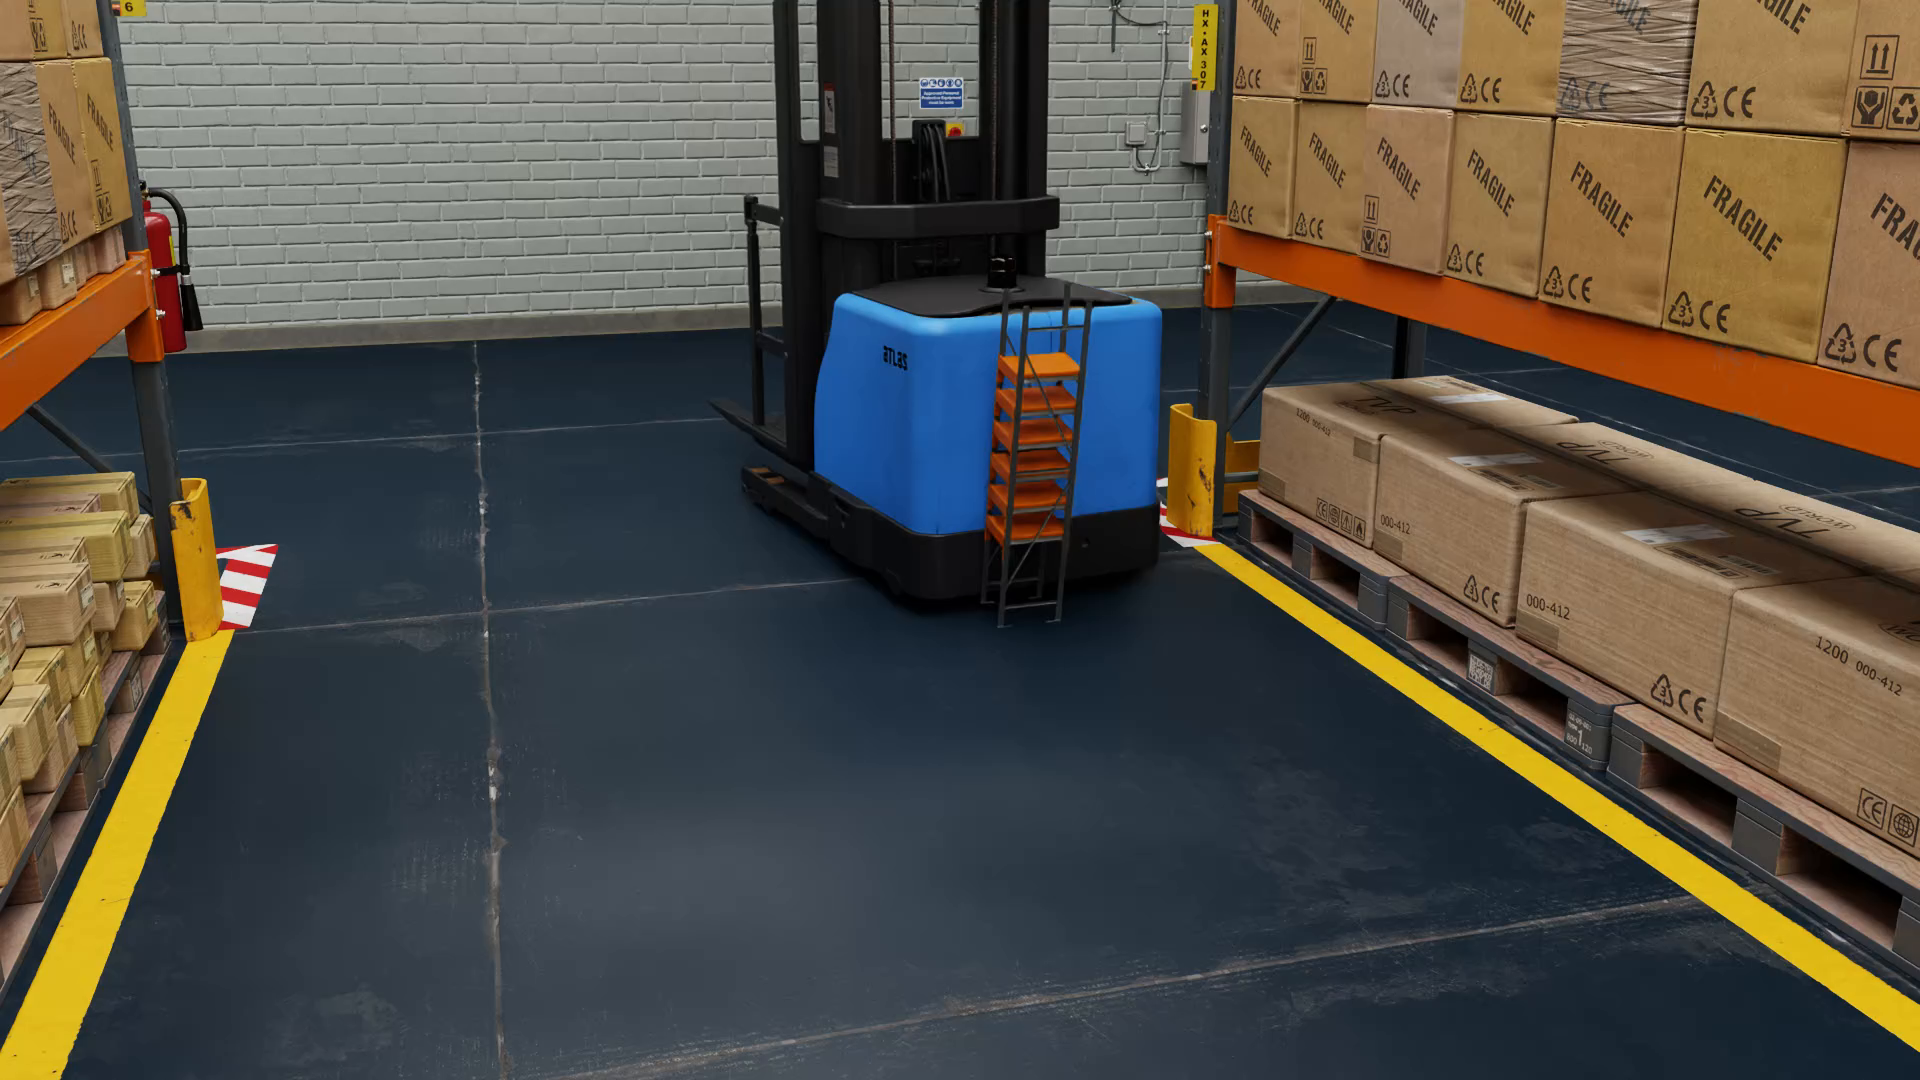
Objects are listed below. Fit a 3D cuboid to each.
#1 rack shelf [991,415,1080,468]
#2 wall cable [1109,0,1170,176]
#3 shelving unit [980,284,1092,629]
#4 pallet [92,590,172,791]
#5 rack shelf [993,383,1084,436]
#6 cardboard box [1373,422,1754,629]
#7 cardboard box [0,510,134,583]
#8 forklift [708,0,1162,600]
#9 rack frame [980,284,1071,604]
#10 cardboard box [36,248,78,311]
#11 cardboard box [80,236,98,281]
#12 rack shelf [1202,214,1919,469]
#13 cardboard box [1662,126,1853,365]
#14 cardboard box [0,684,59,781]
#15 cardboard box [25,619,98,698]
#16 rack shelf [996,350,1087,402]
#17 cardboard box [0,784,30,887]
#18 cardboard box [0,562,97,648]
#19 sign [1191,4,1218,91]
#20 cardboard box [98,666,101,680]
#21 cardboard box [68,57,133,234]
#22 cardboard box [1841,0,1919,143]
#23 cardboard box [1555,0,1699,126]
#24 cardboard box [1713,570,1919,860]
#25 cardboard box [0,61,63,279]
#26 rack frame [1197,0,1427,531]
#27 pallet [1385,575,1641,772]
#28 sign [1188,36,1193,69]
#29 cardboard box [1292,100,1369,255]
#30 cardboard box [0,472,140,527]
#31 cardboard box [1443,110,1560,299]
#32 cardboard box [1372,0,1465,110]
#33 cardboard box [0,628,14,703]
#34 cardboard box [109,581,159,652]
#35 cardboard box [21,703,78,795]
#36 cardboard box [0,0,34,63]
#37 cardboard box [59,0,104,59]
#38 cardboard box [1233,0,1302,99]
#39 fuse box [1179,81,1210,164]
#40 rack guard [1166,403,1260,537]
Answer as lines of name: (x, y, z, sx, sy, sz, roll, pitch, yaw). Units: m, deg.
rack shelf: (0.258, -0.339, 5.712, 0.258, 0.103, 0.180, -6, 28, -18)
wall cable: (1.288, -3.690, 12.256, 0.588, 1.984, 0.122, -5, 17, -15)
shelving unit: (0.253, -0.272, 5.746, 0.258, 1.200, 0.189, -6, 28, -18)
pallet: (-3.022, 0.473, 5.010, 1.003, 0.211, 1.213, -5, 17, -15)
rack shelf: (0.265, -0.446, 5.658, 0.258, 0.103, 0.180, -6, 28, -18)
cardboard box: (2.037, -0.077, 5.718, 0.875, 0.438, 0.875, -4, 17, -14)
cardboard box: (-2.636, 0.031, 4.828, 0.380, 0.149, 0.250, -5, 17, -16)
forklift: (-0.334, -1.567, 7.072, 1.130, 2.935, 3.031, -8, 18, -25)
rack frame: (0.224, -0.313, 5.822, 0.240, 1.200, 0.006, -6, 28, -18)
cardboard box: (-2.662, -0.714, 4.552, 0.380, 0.149, 0.250, -4, 17, -14)
cardboard box: (-2.838, -0.851, 5.008, 0.380, 0.149, 0.250, -5, 17, -15)
rack shelf: (2.049, -0.632, 5.094, 1.077, 0.370, 4.000, -5, 17, -15)
cardboard box: (2.079, -0.722, 3.966, 0.500, 0.500, 0.500, -5, 17, -17)
cardboard box: (-2.358, 0.467, 3.893, 0.380, 0.149, 0.250, -5, 17, -15)
cardboard box: (-2.513, 0.320, 4.381, 0.380, 0.149, 0.250, -4, 17, -14)
rack shelf: (0.272, -0.553, 5.604, 0.258, 0.103, 0.180, -6, 28, -18)
cardboard box: (-2.320, 0.678, 3.706, 0.380, 0.149, 0.250, -5, 17, -17)
cardboard box: (-2.498, 0.177, 4.340, 0.380, 0.149, 0.250, -4, 17, -13)
sign: (0.964, -1.940, 6.556, 0.100, 0.325, 0.005, -5, 17, -15)
cardboard box: (-2.649, 0.393, 4.656, 0.380, 0.149, 0.250, -5, 17, -15)
cardboard box: (-2.861, -1.197, 5.033, 0.500, 0.500, 0.500, -4, 17, -14)
cardboard box: (2.204, -1.059, 3.352, 0.500, 0.500, 0.500, -5, 17, -16)
cardboard box: (1.923, -1.340, 4.288, 0.500, 0.500, 0.500, -4, 17, -15)
cardboard box: (2.530, 0.420, 4.063, 0.875, 0.438, 0.875, -5, 17, -16)
cardboard box: (-2.576, -0.915, 4.093, 0.500, 0.500, 0.500, -5, 17, -15)
rack frame: (1.500, -1.530, 6.832, 1.000, 3.000, 0.127, -5, 17, -15)
pallet: (2.126, 0.357, 5.396, 1.003, 0.211, 1.213, -5, 17, -15)
sign: (1.877, -3.662, 12.494, 0.339, 0.242, 0.001, -5, 17, -15)
cardboard box: (1.521, -1.285, 5.842, 0.500, 0.500, 0.500, -5, 17, -16)
cardboard box: (-2.843, -0.105, 5.279, 0.380, 0.149, 0.250, -4, 17, -15)
cardboard box: (1.797, -1.005, 4.912, 0.500, 0.500, 0.500, -4, 17, -13)
cardboard box: (1.655, -1.617, 5.211, 0.500, 0.500, 0.500, -5, 17, -16)
cardboard box: (-2.433, 0.329, 3.834, 0.380, 0.149, 0.250, -5, 17, -15)
cardboard box: (-2.719, 0.246, 5.146, 0.380, 0.149, 0.250, -4, 17, -14)
cardboard box: (-2.462, 0.536, 4.181, 0.380, 0.149, 0.250, -4, 17, -14)
cardboard box: (-2.576, -1.390, 3.936, 0.500, 0.500, 0.500, -4, 17, -12)
cardboard box: (-2.867, -1.673, 4.879, 0.500, 0.500, 0.500, -5, 17, -16)
cardboard box: (1.358, -1.902, 6.157, 0.500, 0.500, 0.500, -5, 17, -16)
fuse box: (1.987, -2.597, 12.622, 0.539, 1.711, 0.414, -5, 17, -15)
rack guard: (1.493, -0.340, 7.214, 1.175, 0.500, 0.348, -5, 17, -15)
